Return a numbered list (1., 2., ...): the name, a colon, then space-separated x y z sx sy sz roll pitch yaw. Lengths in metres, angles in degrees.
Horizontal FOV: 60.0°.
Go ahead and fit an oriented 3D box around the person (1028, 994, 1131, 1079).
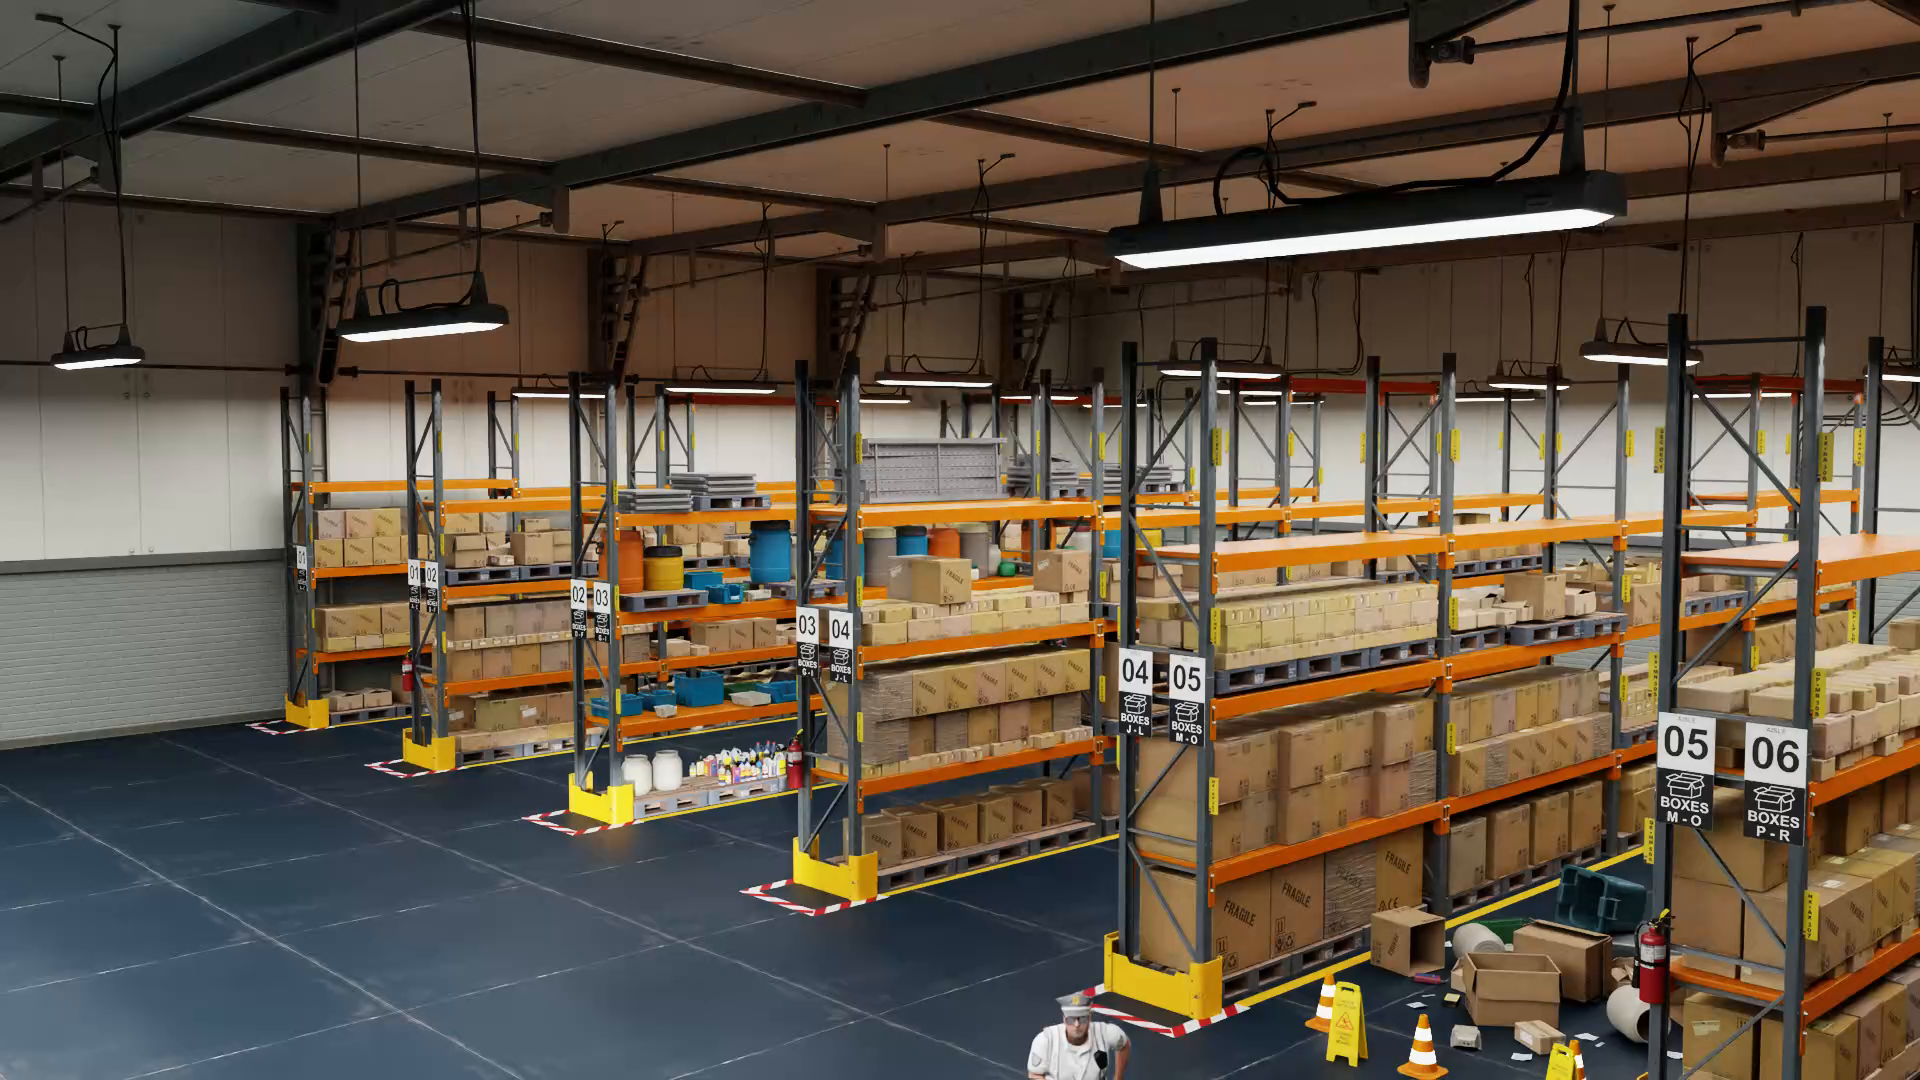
1. person: 0.750 3.649 10.485 0.647 1.715 0.710 0 4 5
